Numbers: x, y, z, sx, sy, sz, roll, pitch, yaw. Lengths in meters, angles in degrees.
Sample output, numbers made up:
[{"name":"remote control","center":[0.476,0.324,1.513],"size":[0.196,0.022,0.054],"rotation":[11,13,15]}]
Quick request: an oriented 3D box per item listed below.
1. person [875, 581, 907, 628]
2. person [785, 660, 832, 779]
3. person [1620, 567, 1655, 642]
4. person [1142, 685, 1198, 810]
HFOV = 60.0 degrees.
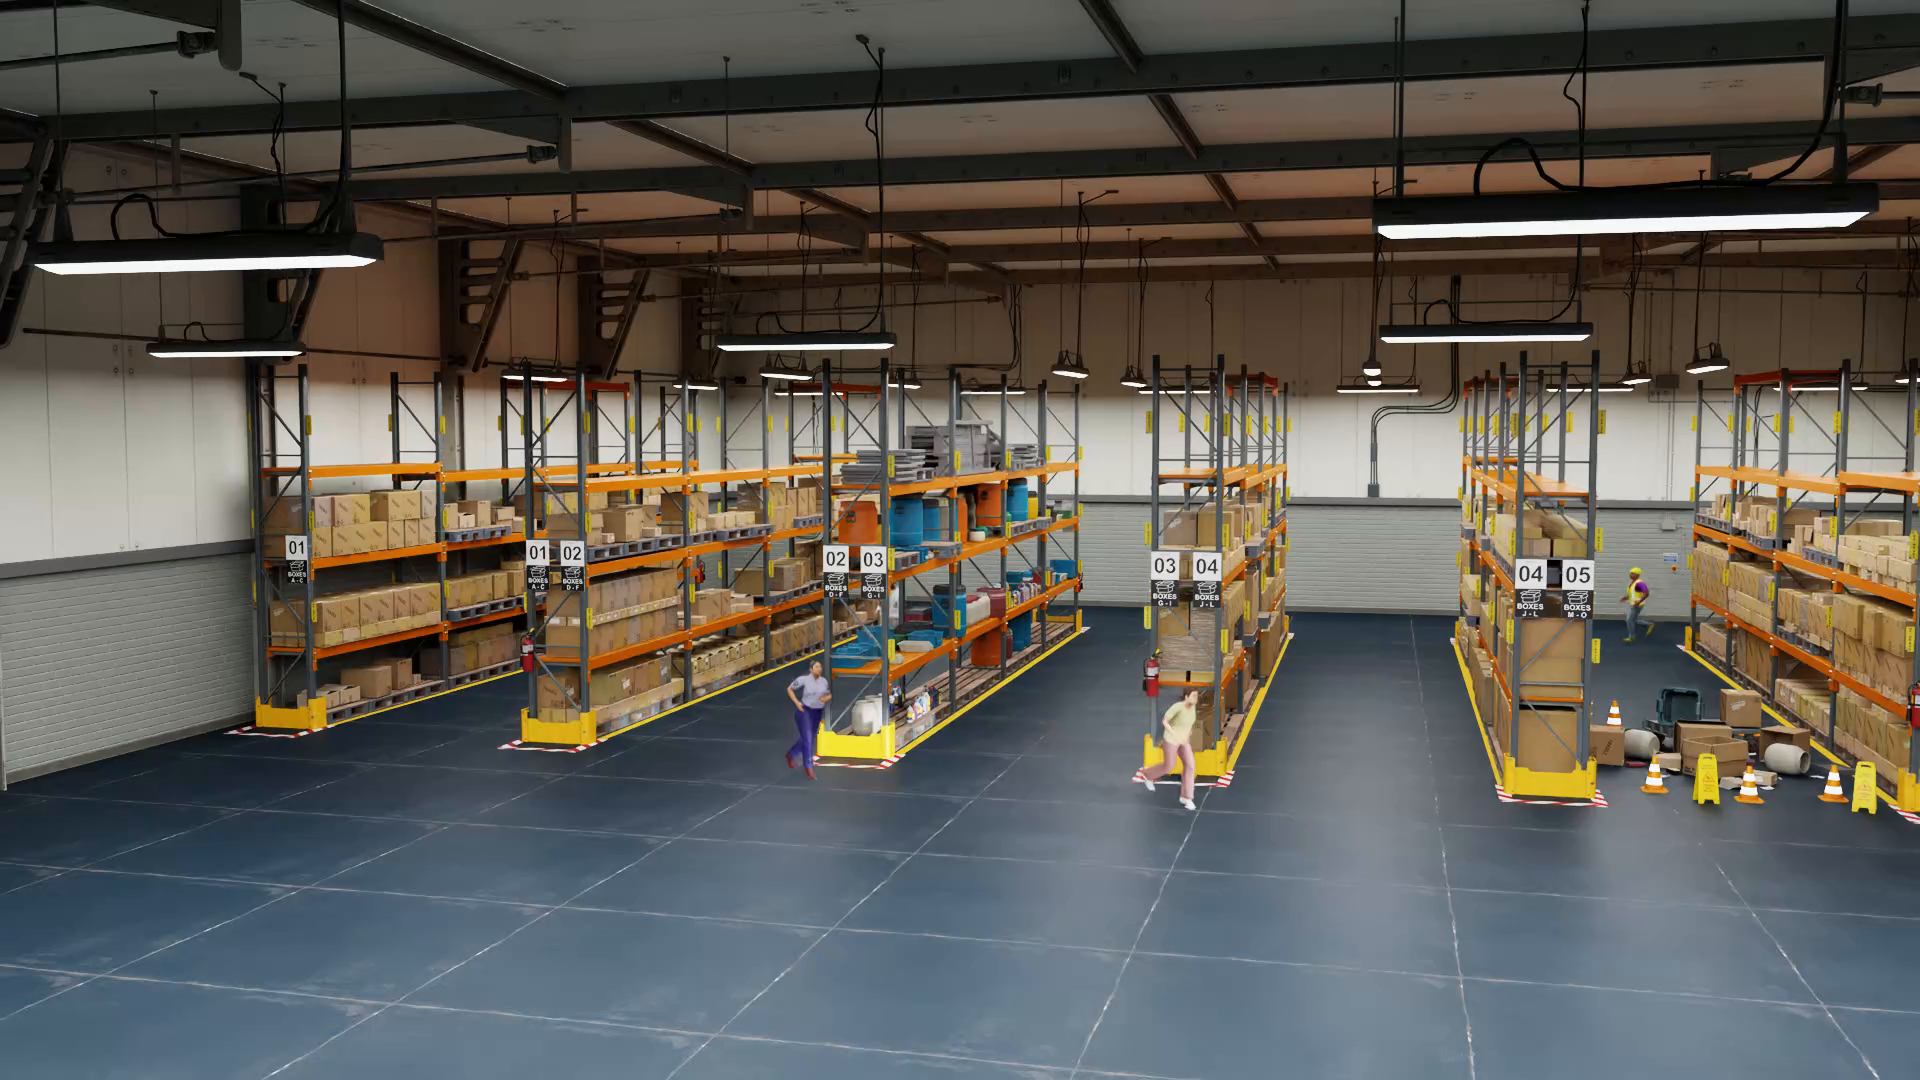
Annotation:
[{"name":"person","center":[-1.385,1.583,32.936],"size":[0.653,1.886,0.730],"rotation":[0,4,3]},{"name":"person","center":[-2.144,2.552,23.971],"size":[0.616,1.667,0.848],"rotation":[-3,5,-41]},{"name":"person","center":[15.725,1.494,38.445],"size":[0.747,1.722,0.688],"rotation":[0,4,5]},{"name":"person","center":[2.810,2.701,22.068],"size":[0.600,1.636,0.980],"rotation":[-4,5,-44]}]
